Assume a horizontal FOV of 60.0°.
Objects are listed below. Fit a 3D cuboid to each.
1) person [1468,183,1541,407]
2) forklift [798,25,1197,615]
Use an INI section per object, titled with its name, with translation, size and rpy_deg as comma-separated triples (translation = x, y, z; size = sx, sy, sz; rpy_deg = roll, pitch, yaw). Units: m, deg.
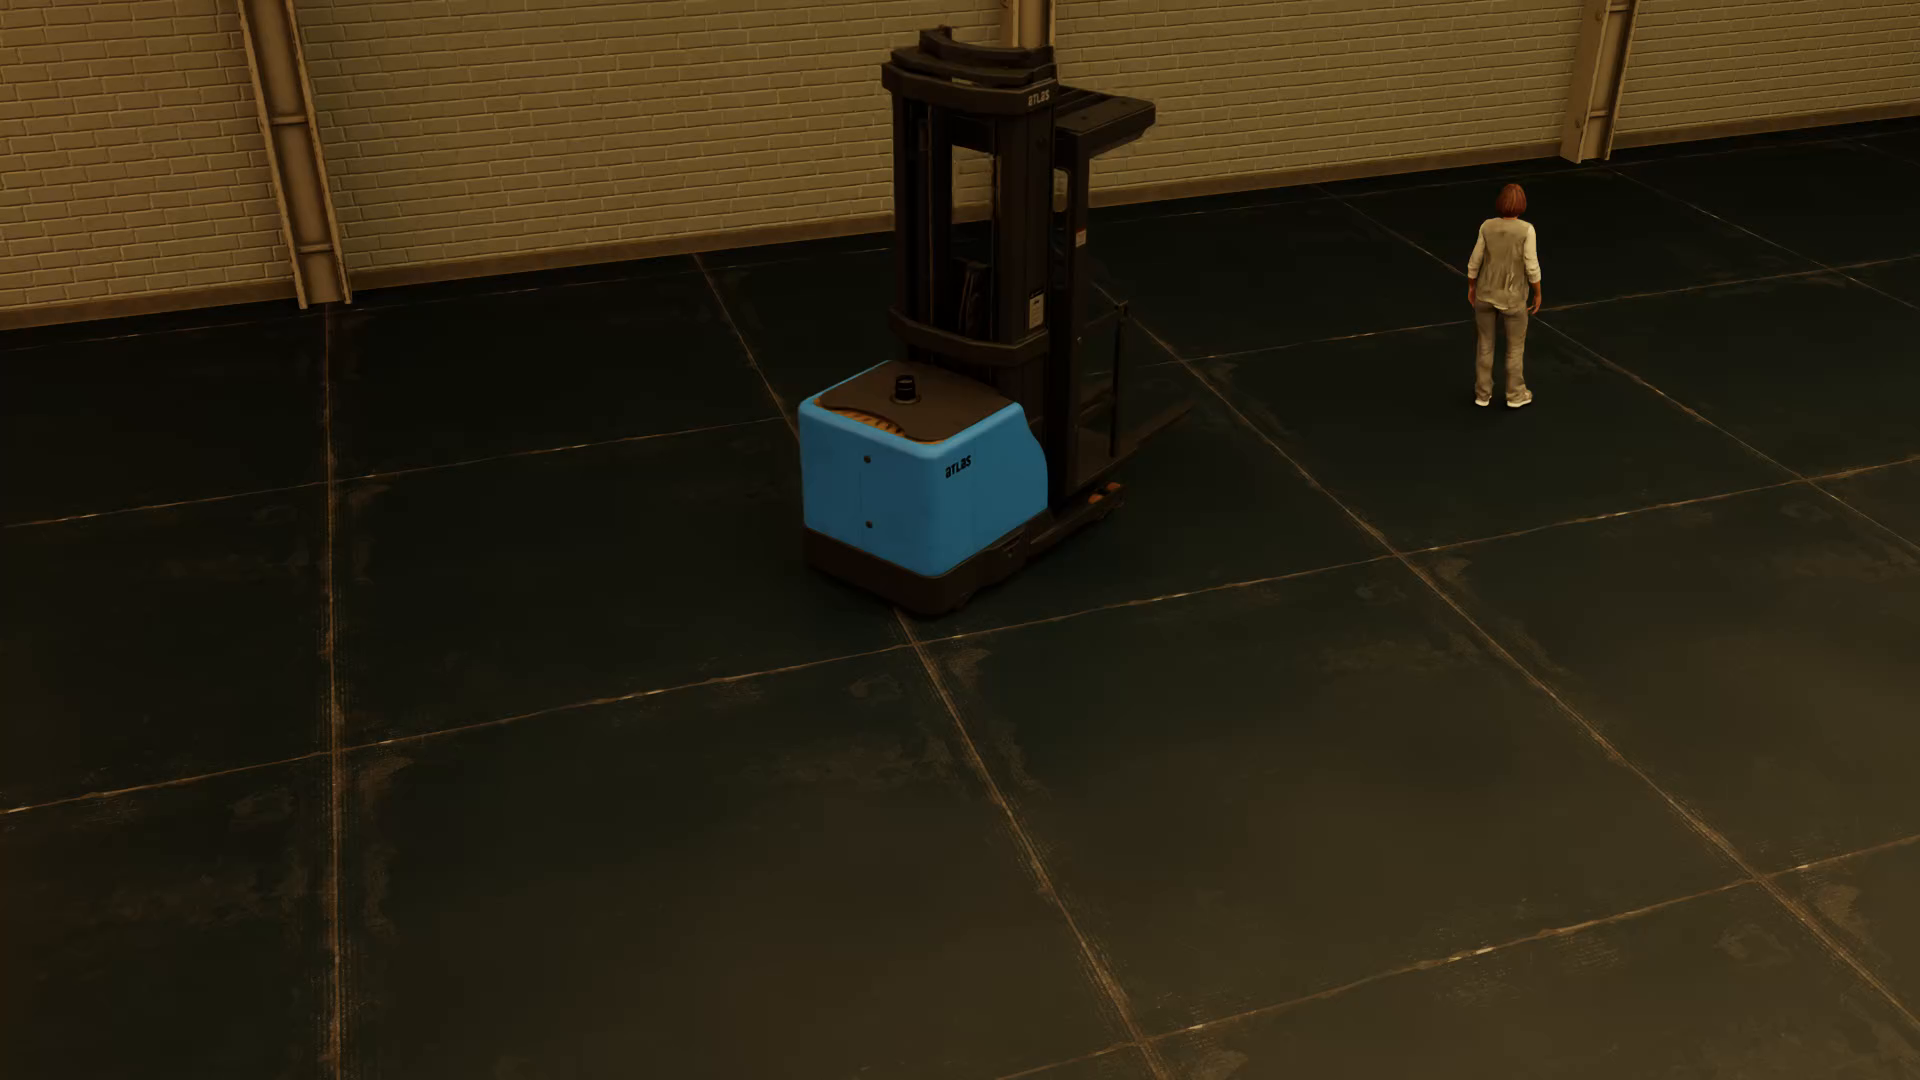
[person]
translation = 3.714, -1.666, 11.309
size = 0.517, 1.599, 0.471
rpy_deg = 19, 35, 29
[forklift]
translation = 0.395, -1.526, 9.739
size = 1.130, 2.935, 3.031
rpy_deg = 22, 36, 33
